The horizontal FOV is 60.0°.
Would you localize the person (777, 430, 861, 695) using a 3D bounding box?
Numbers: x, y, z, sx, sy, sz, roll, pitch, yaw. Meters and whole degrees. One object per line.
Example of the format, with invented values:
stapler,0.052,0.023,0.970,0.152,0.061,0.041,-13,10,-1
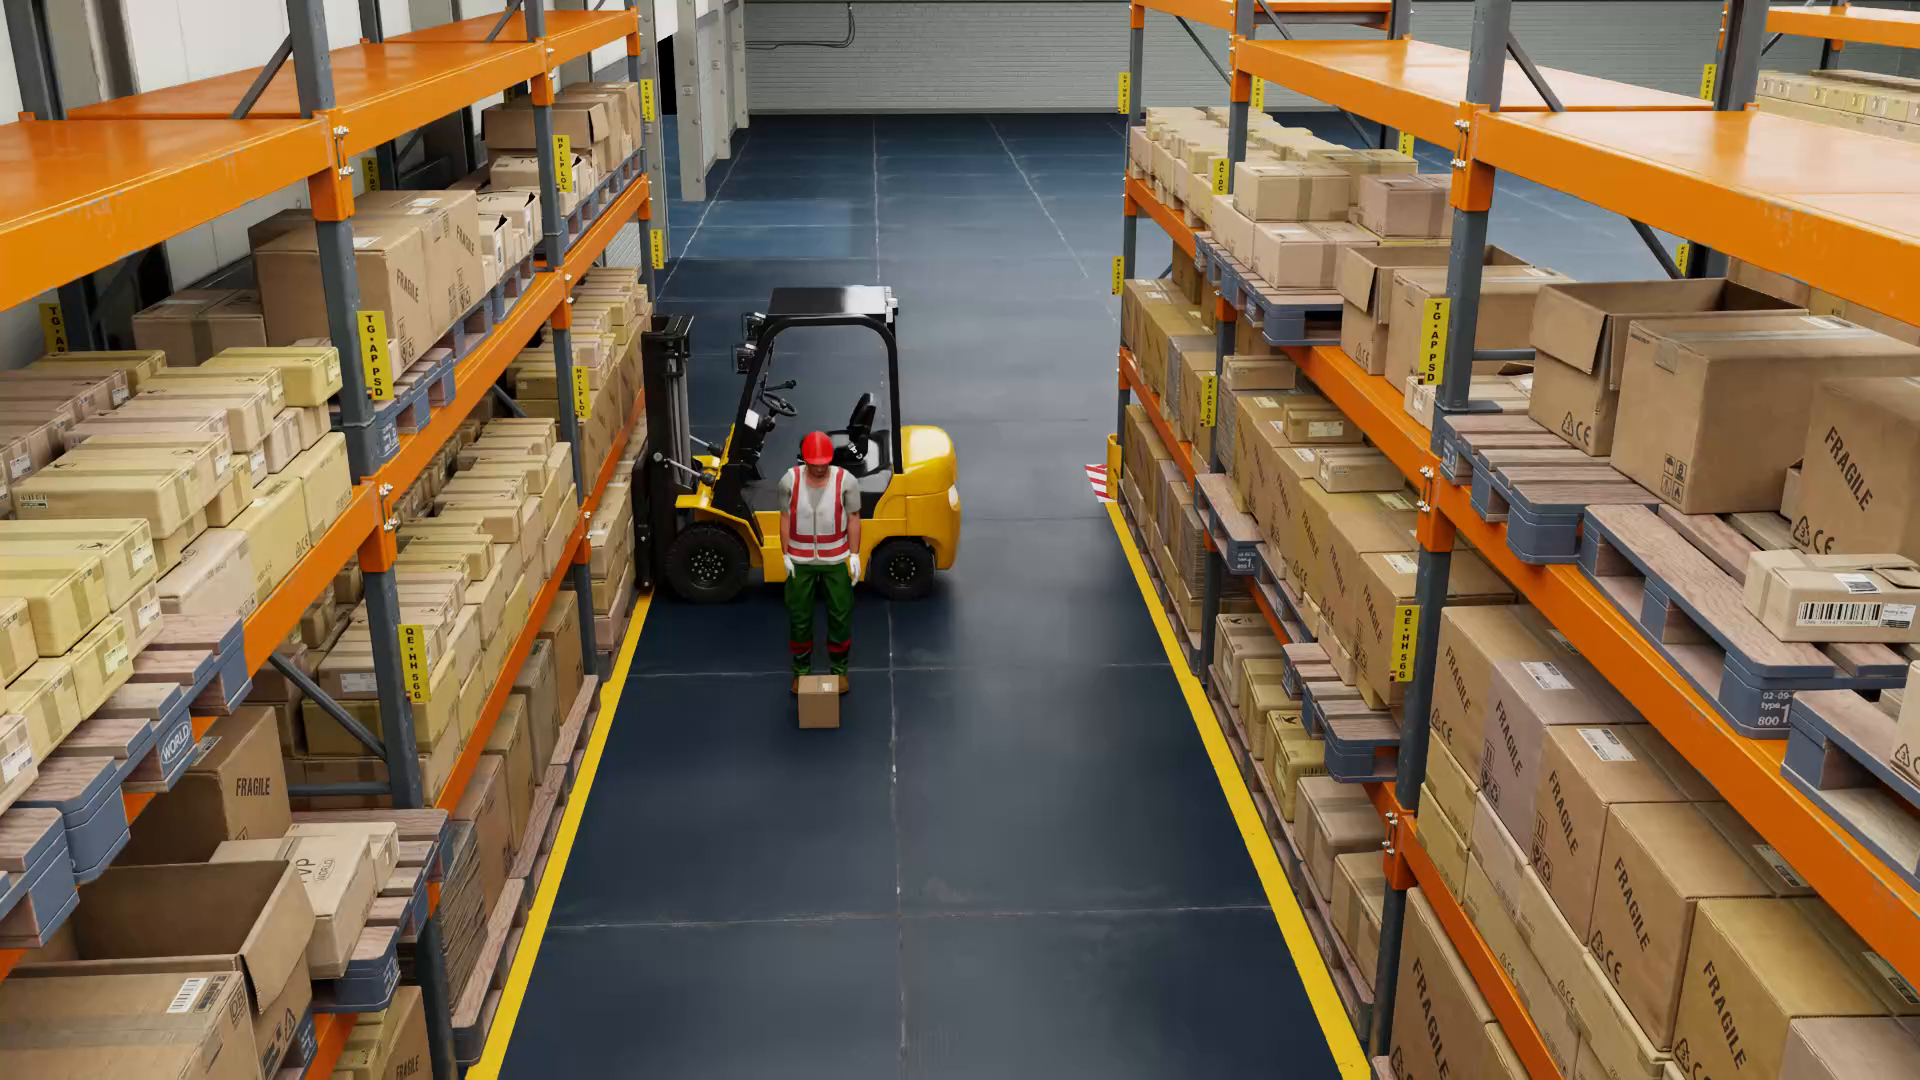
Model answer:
person,-0.893,0.142,10.679,0.531,1.770,0.377,-1,20,-2
